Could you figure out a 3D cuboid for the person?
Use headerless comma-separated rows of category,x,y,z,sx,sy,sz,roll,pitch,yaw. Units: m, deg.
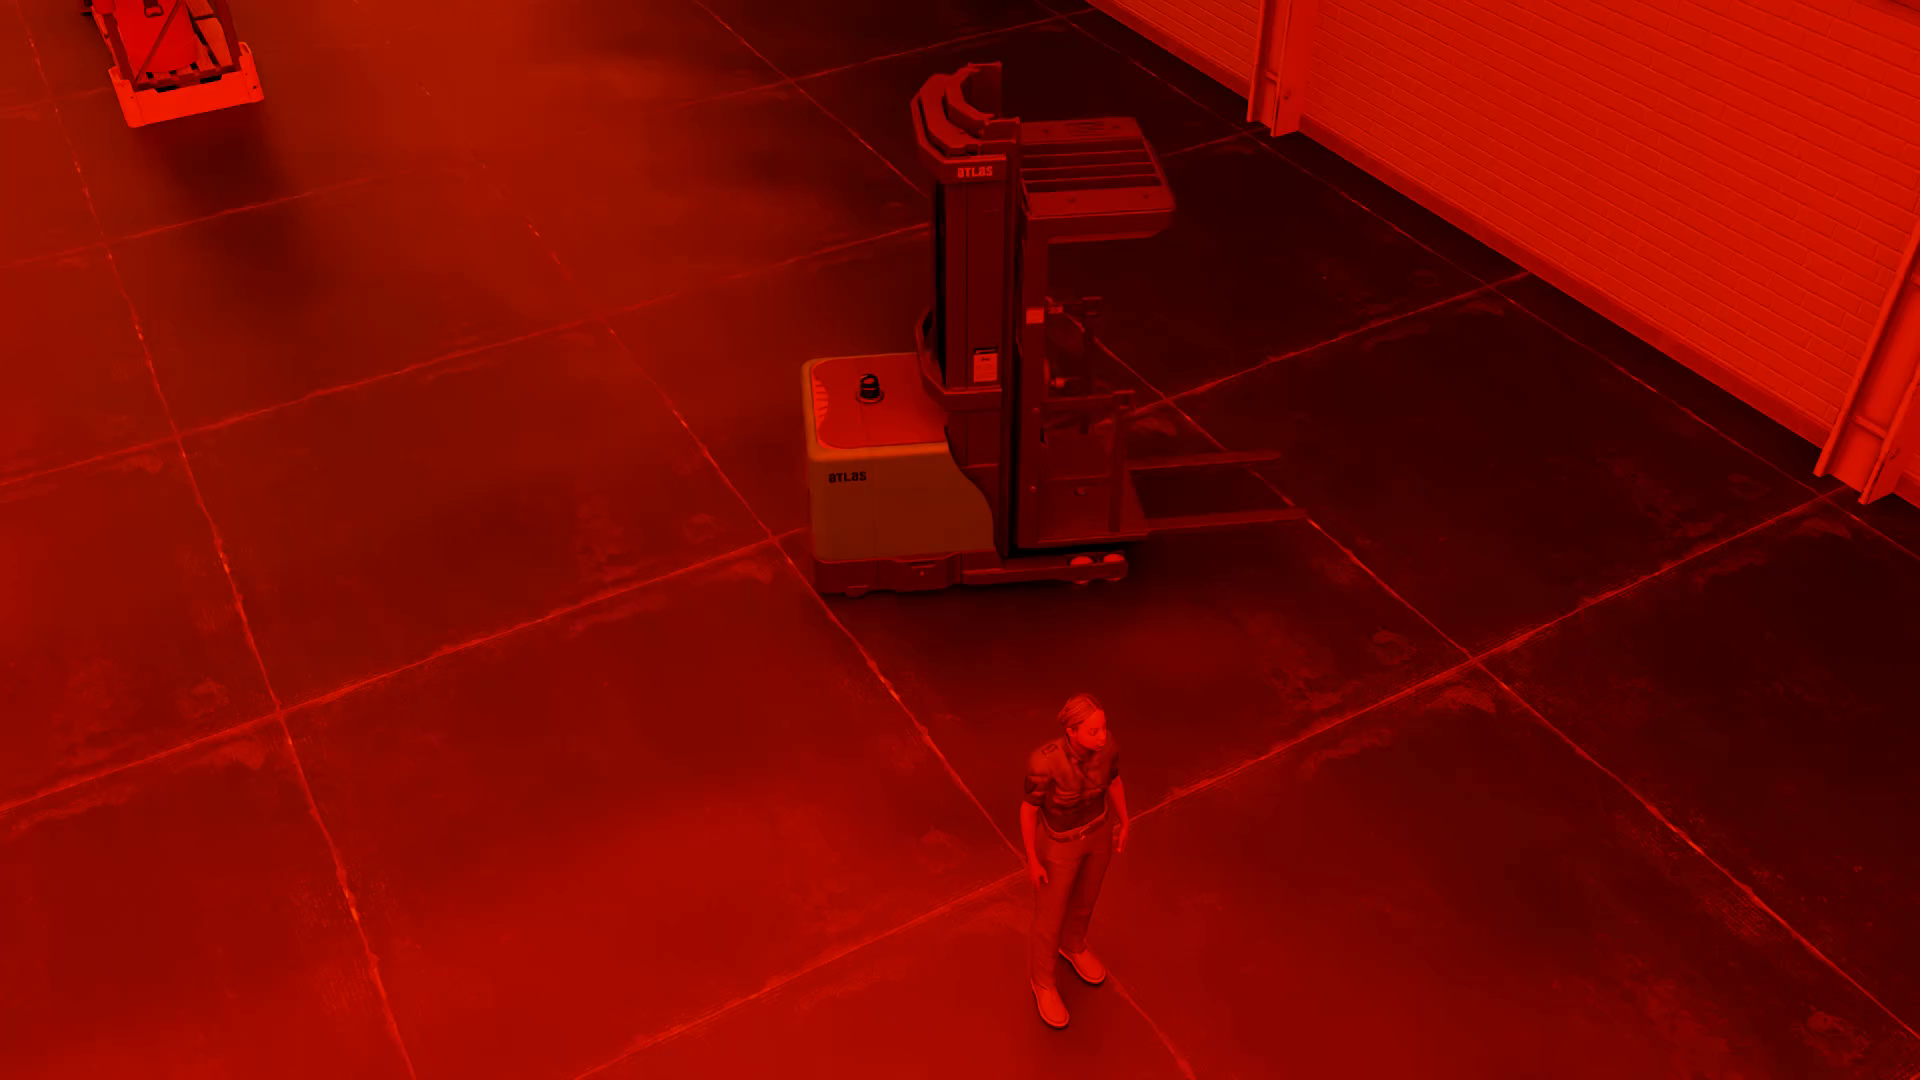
person,0.538,1.388,7.351,0.570,1.654,0.505,-21,44,-24

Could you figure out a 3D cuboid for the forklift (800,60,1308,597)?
forklift,0.584,-1.198,9.480,3.031,2.935,1.130,-4,40,-5
